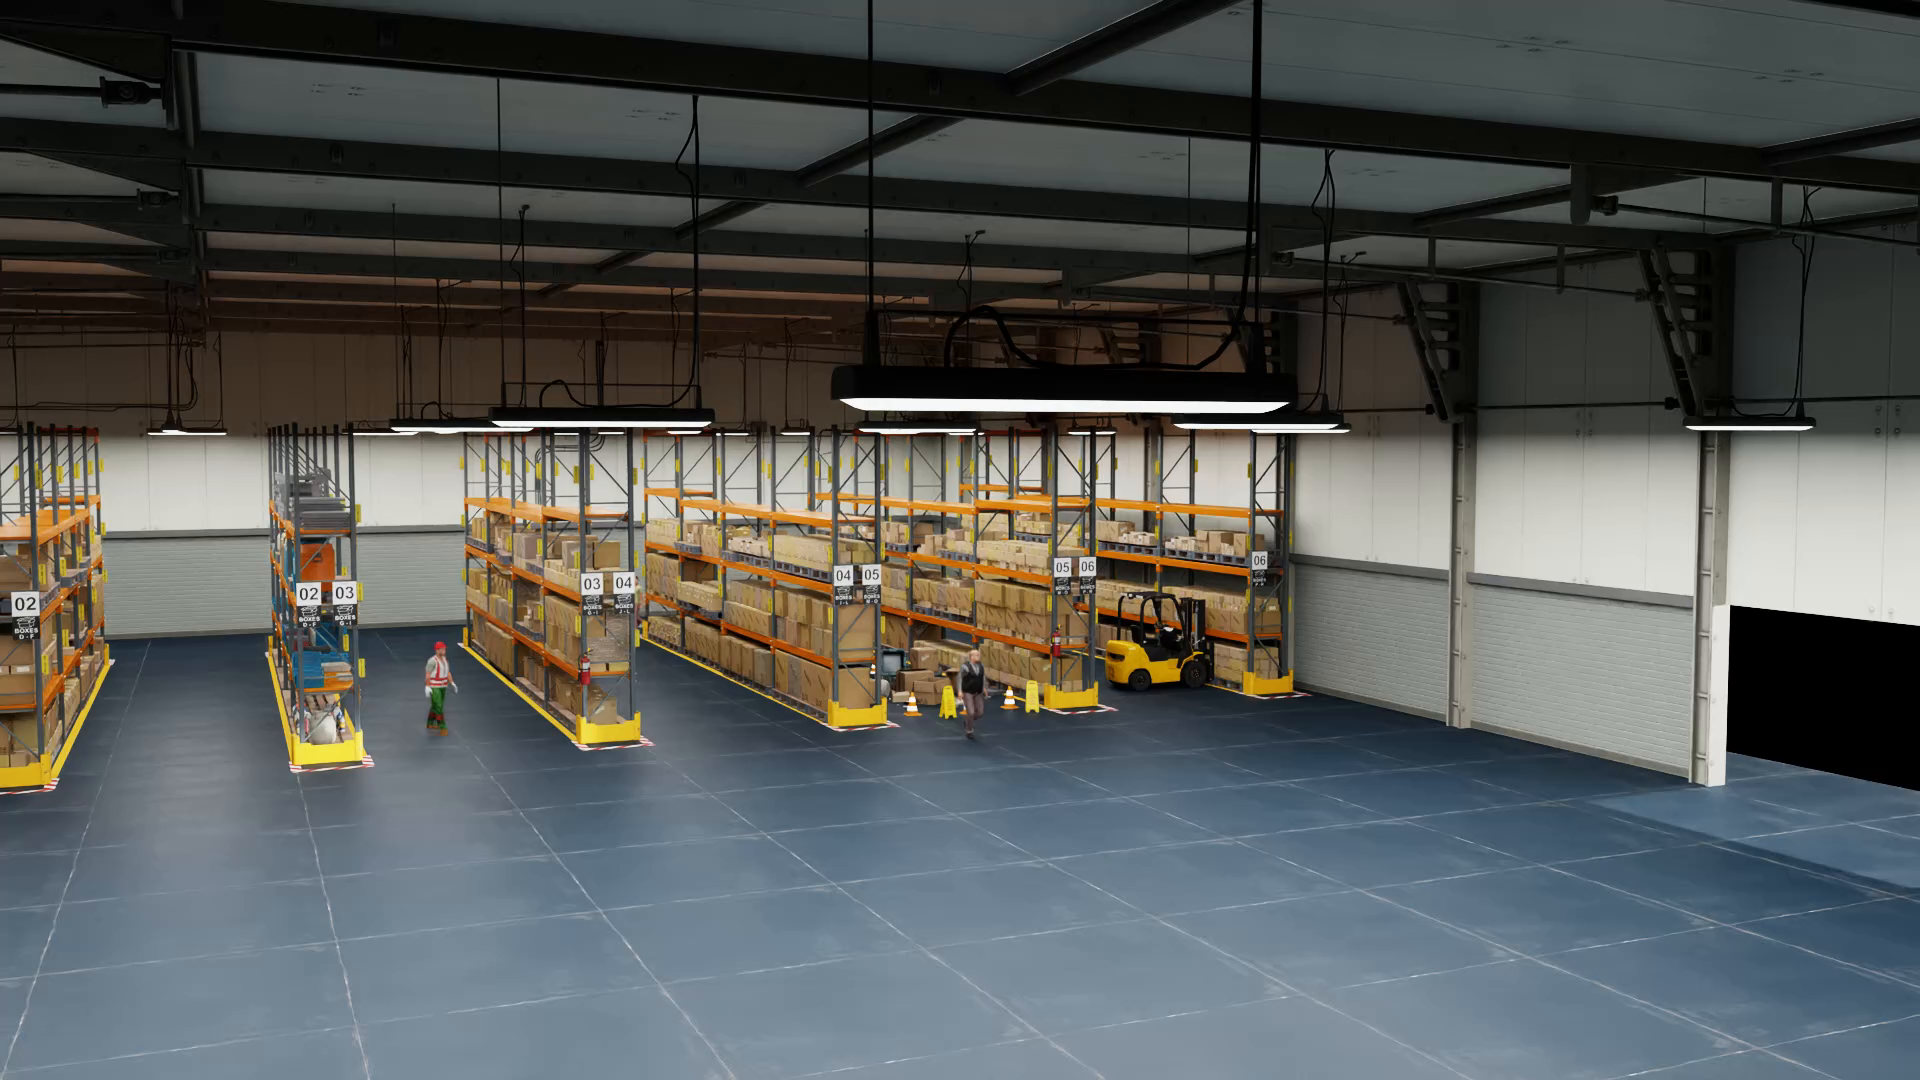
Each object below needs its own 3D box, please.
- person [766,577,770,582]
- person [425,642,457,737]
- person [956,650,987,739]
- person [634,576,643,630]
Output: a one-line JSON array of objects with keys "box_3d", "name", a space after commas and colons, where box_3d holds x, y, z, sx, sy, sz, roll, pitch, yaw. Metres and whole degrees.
[{"box_3d": [-5.834, 1.785, 51.343, 0.421, 1.594, 0.539, 3, 5, 40], "name": "person"}, {"box_3d": [-10.098, 2.874, 32.263, 0.882, 1.796, 0.636, 2, 4, 35], "name": "person"}, {"box_3d": [0.173, 2.933, 31.903, 0.601, 1.704, 0.611, -2, 4, -35], "name": "person"}, {"box_3d": [-9.578, 1.882, 49.116, 0.441, 1.649, 0.742, 2, 4, 27], "name": "person"}]
